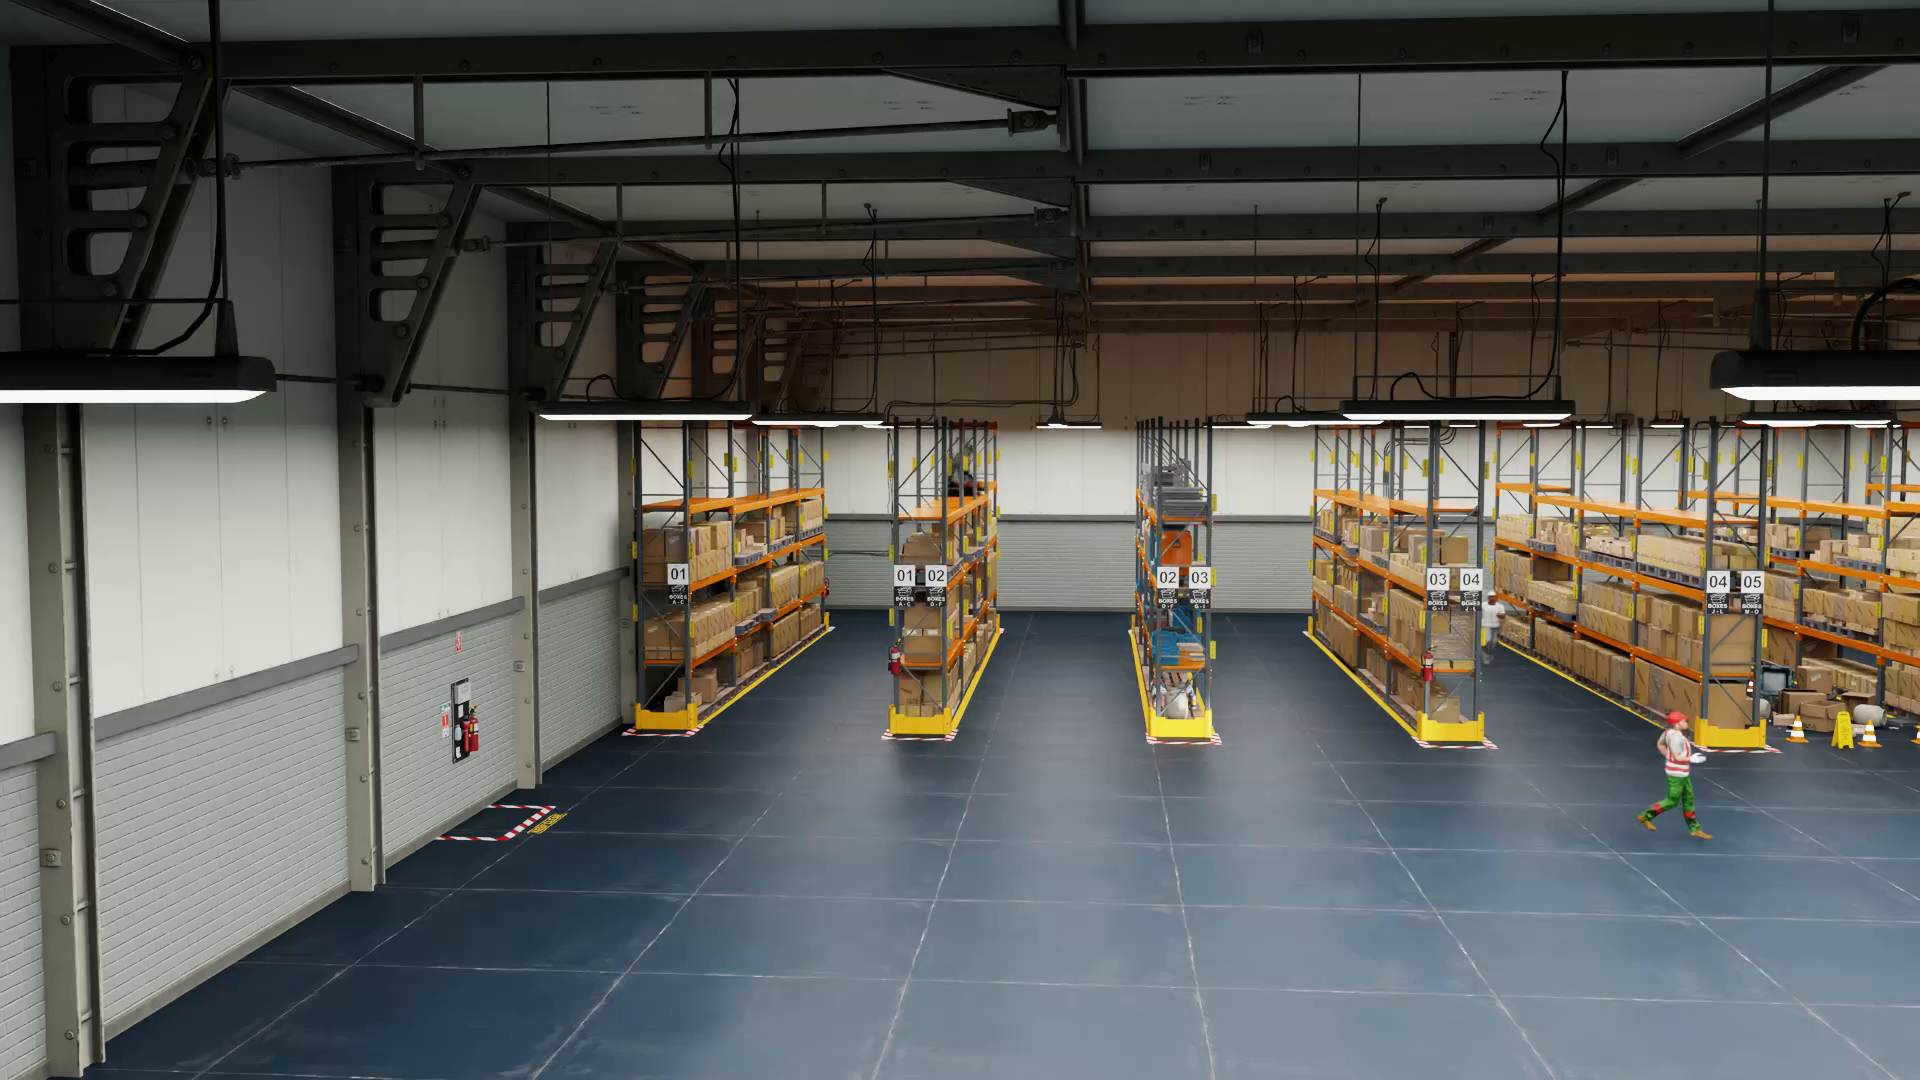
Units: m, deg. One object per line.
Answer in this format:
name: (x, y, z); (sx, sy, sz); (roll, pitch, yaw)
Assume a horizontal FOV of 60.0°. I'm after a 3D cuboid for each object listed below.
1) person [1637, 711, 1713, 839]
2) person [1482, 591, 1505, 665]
person: (10.031, 3.285, 23.282); (0.987, 1.786, 0.656); (2, 4, 23)
person: (13.100, 2.167, 41.034); (0.670, 1.821, 0.757); (0, 4, 4)
